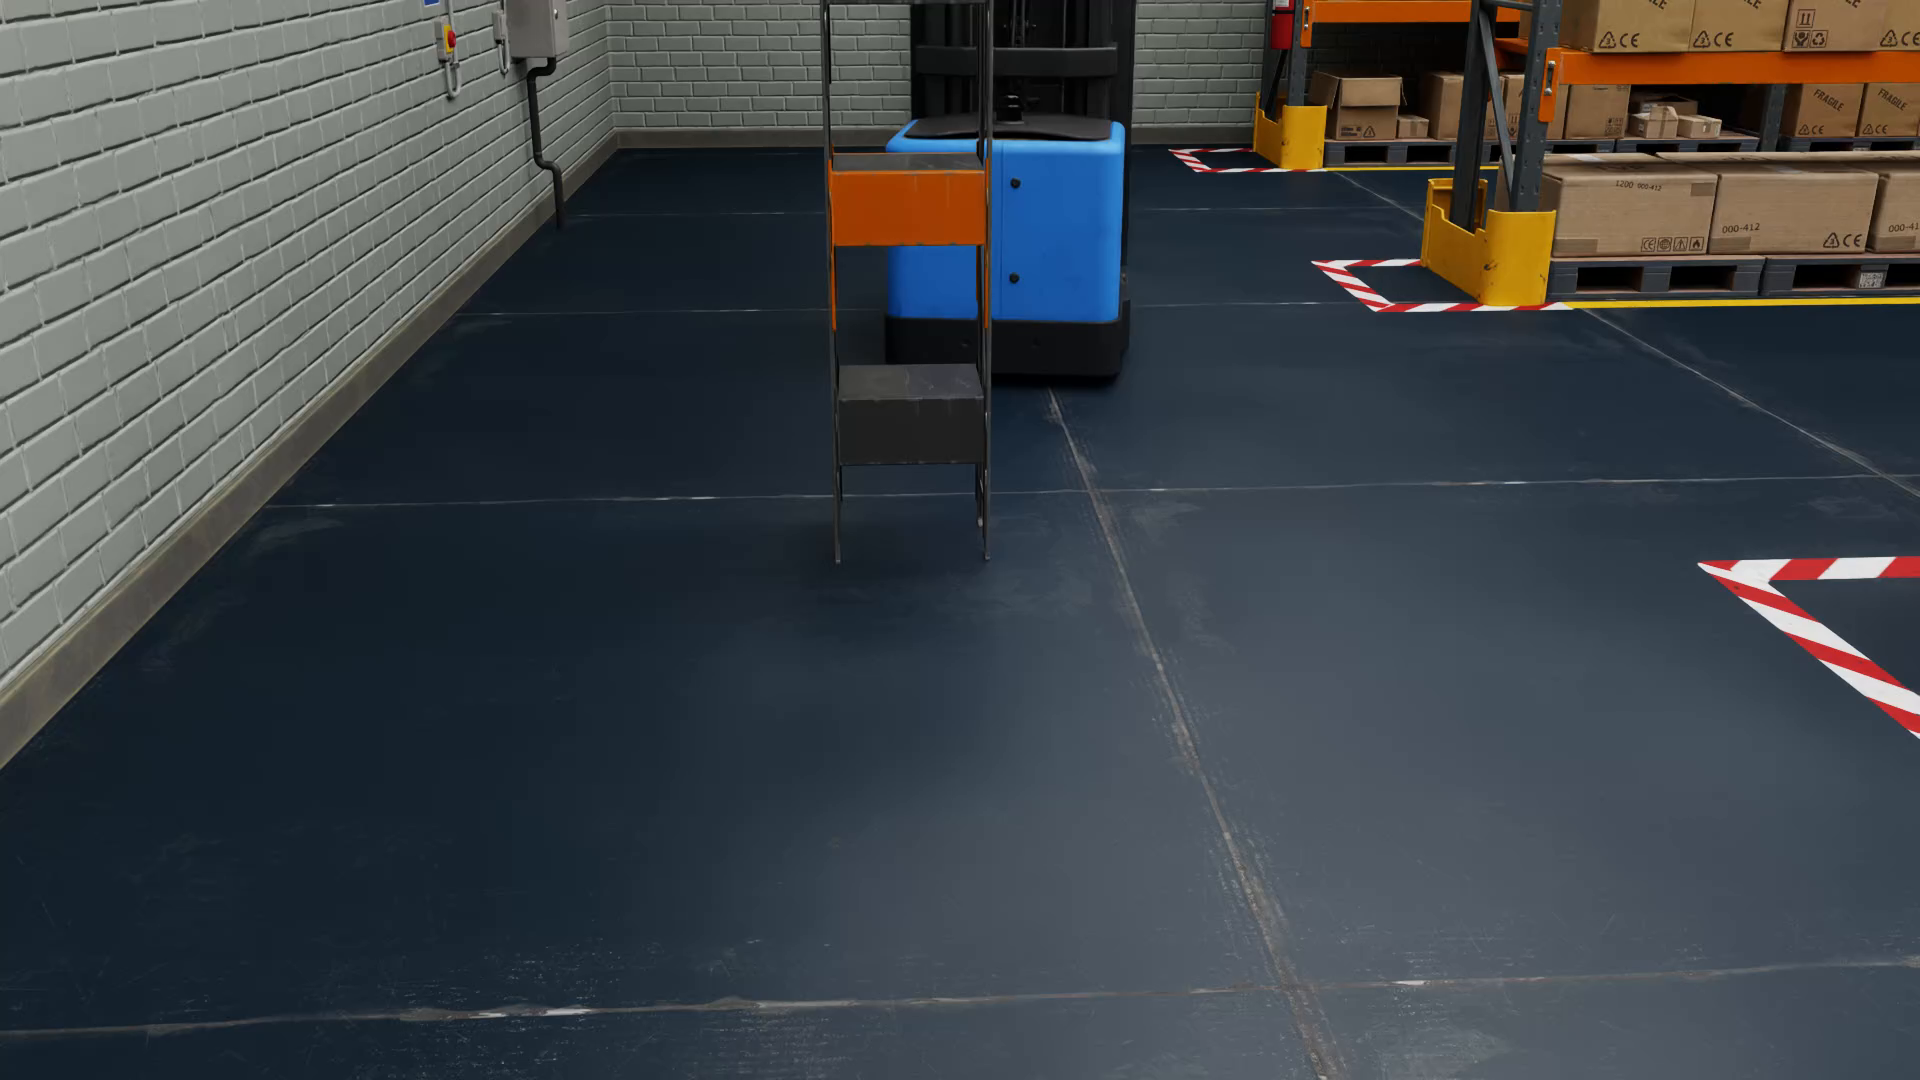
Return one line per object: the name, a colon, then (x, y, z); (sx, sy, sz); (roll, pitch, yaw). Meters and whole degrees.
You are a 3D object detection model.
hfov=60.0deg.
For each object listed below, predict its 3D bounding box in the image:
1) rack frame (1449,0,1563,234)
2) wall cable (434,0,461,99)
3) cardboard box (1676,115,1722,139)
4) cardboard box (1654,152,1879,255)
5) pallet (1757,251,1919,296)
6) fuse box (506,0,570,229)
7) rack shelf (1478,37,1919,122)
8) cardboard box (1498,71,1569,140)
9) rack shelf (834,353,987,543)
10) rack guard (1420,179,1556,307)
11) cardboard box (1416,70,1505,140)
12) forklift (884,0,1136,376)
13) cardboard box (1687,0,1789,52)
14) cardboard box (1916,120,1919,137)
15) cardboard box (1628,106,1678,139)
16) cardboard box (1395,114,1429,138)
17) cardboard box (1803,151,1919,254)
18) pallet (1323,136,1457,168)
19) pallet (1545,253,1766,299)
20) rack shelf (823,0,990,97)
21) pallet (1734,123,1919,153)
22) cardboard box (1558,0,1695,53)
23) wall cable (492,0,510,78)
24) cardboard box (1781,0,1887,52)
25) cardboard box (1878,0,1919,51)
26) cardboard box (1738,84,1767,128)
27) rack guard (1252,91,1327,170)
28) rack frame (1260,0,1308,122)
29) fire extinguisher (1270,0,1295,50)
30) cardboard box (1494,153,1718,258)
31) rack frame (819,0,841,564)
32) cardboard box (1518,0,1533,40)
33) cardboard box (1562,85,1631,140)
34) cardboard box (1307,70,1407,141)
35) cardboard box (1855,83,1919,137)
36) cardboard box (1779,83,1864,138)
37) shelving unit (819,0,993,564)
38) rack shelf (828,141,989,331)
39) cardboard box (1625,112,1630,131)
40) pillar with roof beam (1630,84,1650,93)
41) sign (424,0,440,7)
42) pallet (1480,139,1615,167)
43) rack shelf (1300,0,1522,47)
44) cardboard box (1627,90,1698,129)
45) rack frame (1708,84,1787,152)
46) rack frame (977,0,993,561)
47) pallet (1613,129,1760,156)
rack frame: (2.975, -2.862, 8.923); (0.127, 3.000, 1.000); (-1, 21, -3)
wall cable: (-2.653, -3.229, 8.414); (0.123, 1.953, 0.585); (-1, 21, -3)
cardboard box: (6.142, -3.455, 13.896); (0.250, 0.149, 0.380); (-2, 21, -5)
cardboard box: (4.542, -1.931, 9.489); (0.875, 0.438, 0.875); (-1, 21, -2)
pallet: (4.984, -1.627, 9.597); (1.213, 0.211, 1.003); (-1, 21, -3)
fuse box: (-2.627, -2.886, 10.797); (0.414, 1.711, 0.539); (-1, 21, -3)
rack shelf: (4.972, -2.566, 9.157); (4.000, 0.370, 1.077); (-1, 21, -3)
cardboard box: (4.693, -3.611, 13.812); (0.500, 0.500, 0.500); (-1, 21, -2)
rack shelf: (-0.165, -0.311, 5.492); (0.480, 0.518, 0.431); (-1, 21, -3)
rack guard: (2.951, -1.693, 9.366); (0.348, 0.500, 1.175); (-1, 21, -3)
cardboard box: (4.160, -3.636, 13.877); (0.500, 0.500, 0.700); (0, 21, -1)
forklift: (0.328, -2.573, 8.260); (1.130, 2.935, 3.031); (2, 21, 5)
cardboard box: (3.974, -2.837, 8.715); (0.500, 0.500, 0.500); (-1, 21, -4)
cardboard box: (8.207, -3.687, 14.013); (0.500, 0.500, 0.500); (-2, 21, -5)
cardboard box: (5.786, -3.502, 13.856); (0.258, 0.266, 0.396); (0, 21, -1)
cardboard box: (3.731, -3.463, 13.917); (0.250, 0.149, 0.380); (-2, 21, -5)
cardboard box: (5.442, -1.949, 9.535); (0.875, 0.438, 0.875); (-2, 21, -5)
pallet: (3.560, -3.340, 14.097); (1.213, 0.211, 1.003); (-1, 21, -3)
pallet: (3.769, -1.603, 9.534); (1.213, 0.211, 1.003); (-1, 21, -3)
rack shelf: (-0.165, -1.619, 4.994); (0.480, 0.518, 0.431); (-1, 21, -3)
pallet: (7.492, -3.433, 14.342); (1.213, 0.211, 1.003); (-1, 21, -3)
cardboard box: (3.471, -2.817, 8.662); (0.500, 0.500, 0.500); (-1, 21, -3)
wall cable: (-2.746, -3.718, 9.742); (0.122, 1.984, 0.588); (-1, 21, -3)
cardboard box: (4.483, -2.841, 8.726); (0.500, 0.500, 0.500); (-1, 21, -3)
cardboard box: (4.982, -2.857, 8.768); (0.500, 0.500, 0.500); (0, 21, -1)
cardboard box: (7.155, -3.850, 14.439); (0.500, 0.500, 0.500); (-1, 21, -3)
rack guard: (2.764, -3.459, 14.002); (0.348, 0.500, 1.175); (-1, 21, -3)
rack frame: (2.688, -4.625, 13.554); (0.127, 3.000, 1.000); (-1, 21, -3)
fire extinguisher: (2.568, -4.248, 13.195); (0.183, 0.674, 0.296); (-1, 21, -3)
cardboard box: (3.628, -1.910, 9.432); (0.875, 0.438, 0.875); (-2, 21, -5)
rack frame: (-0.409, -0.973, 5.226); (0.015, 2.100, 0.400); (-1, 21, -3)
cardboard box: (3.442, -3.013, 9.177); (0.500, 0.500, 0.500); (-1, 21, -3)
cardboard box: (5.196, -3.657, 13.933); (0.500, 0.500, 0.700); (-2, 21, -5)
cardboard box: (3.304, -3.634, 13.867); (0.637, 0.503, 0.797); (-2, 21, -5)
cardboard box: (7.708, -3.679, 13.991); (0.500, 0.500, 0.500); (-1, 21, -4)
cardboard box: (7.177, -3.664, 13.953); (0.500, 0.500, 0.500); (0, 21, -1)
shelving unit: (-0.165, -0.978, 5.239); (0.503, 2.100, 0.431); (-1, 21, -3)
rack shelf: (-0.165, -0.965, 5.243); (0.480, 0.518, 0.431); (-1, 21, -3)
cardboard box: (5.576, -3.632, 14.362); (0.250, 0.149, 0.380); (-1, 21, -4)
pillar with roof beam: (6.181, -6.287, 9.487); (0.400, 9.000, 9.100); (-1, 21, -3)
sign: (-2.711, -2.847, 8.504); (0.001, 0.218, 0.327); (-1, 21, -3)
pallet: (4.775, -3.364, 14.160); (1.213, 0.211, 1.003); (-1, 21, -3)
rack shelf: (4.685, -4.330, 13.788); (4.000, 0.370, 1.077); (-1, 21, -3)
cardboard box: (6.009, -3.717, 14.356); (0.500, 0.311, 0.500); (0, 21, -1)
rack frame: (6.682, -4.706, 13.767); (0.127, 3.000, 1.000); (-1, 21, -3)
rack frame: (0.078, -0.983, 5.252); (0.015, 2.100, 0.400); (-1, 21, -3)
pallet: (5.996, -3.390, 14.227); (1.213, 0.211, 1.003); (-1, 21, -3)
